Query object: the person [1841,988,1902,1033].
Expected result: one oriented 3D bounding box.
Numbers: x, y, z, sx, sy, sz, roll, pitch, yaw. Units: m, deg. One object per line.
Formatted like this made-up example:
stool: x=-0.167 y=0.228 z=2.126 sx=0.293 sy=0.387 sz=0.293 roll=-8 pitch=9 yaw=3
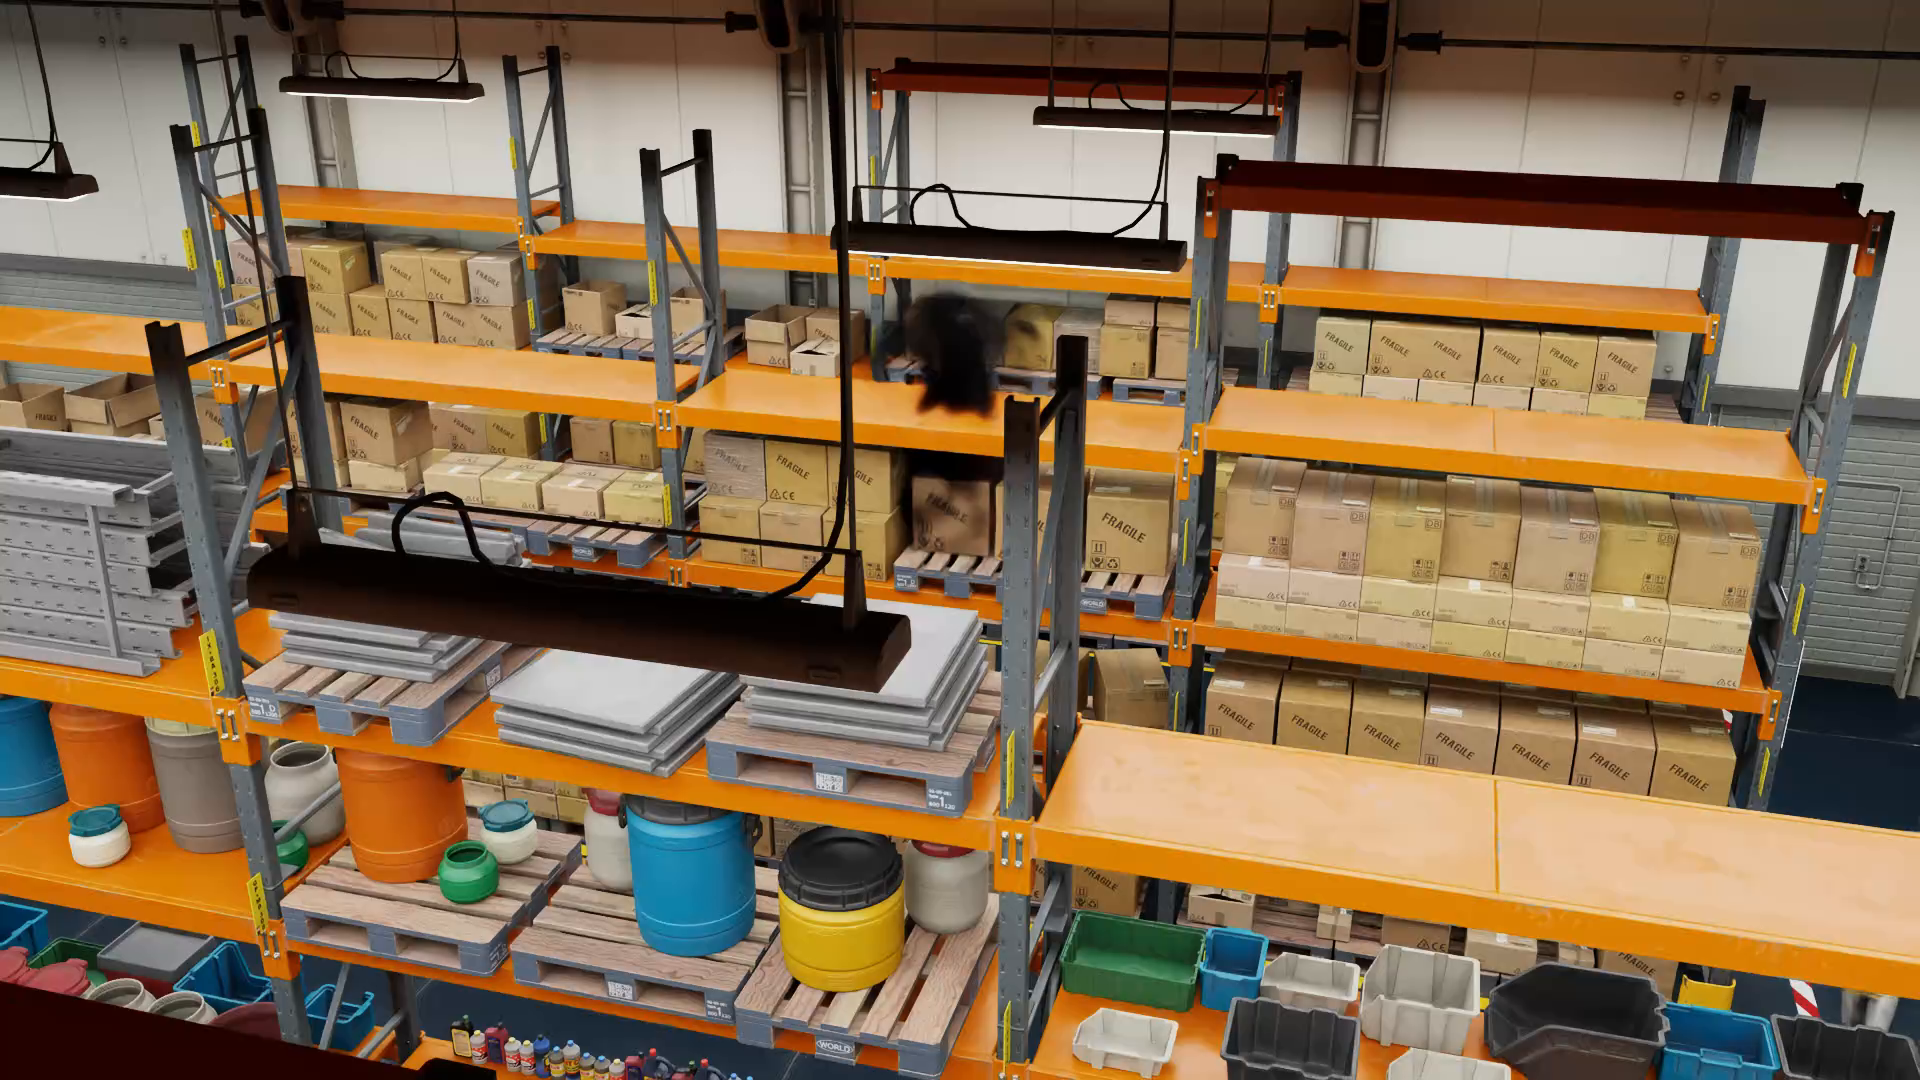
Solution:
person: x=6.150 y=3.044 z=11.267 sx=0.853 sy=1.717 sz=0.622 roll=-20 pitch=30 yaw=-40
